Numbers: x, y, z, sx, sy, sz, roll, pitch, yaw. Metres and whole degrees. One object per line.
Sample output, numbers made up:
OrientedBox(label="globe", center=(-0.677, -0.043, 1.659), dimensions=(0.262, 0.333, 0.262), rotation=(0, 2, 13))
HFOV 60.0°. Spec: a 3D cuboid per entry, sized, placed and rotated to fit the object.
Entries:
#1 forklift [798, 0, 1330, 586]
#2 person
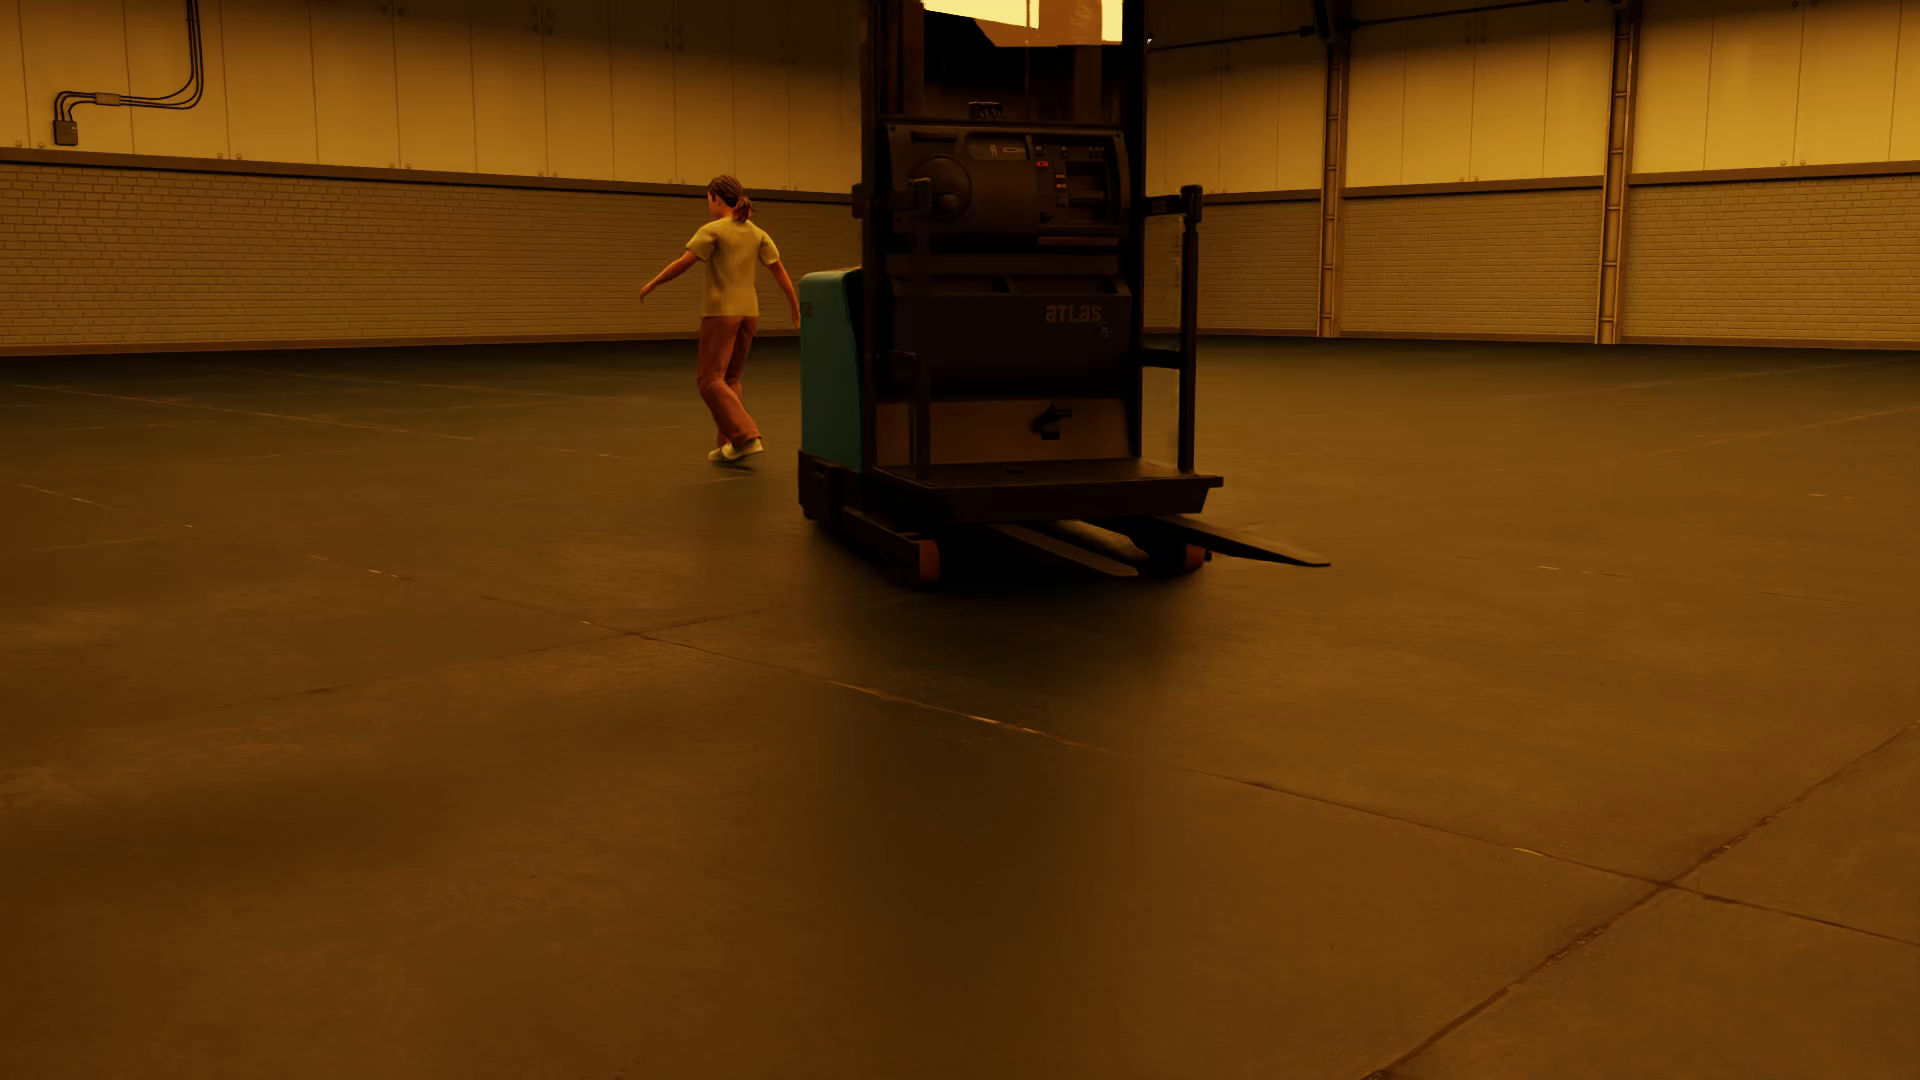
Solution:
OrientedBox(label="forklift", center=(0.255, -1.358, 5.890), dimensions=(1.130, 2.935, 3.031), rotation=(-3, 9, -19))
OrientedBox(label="person", center=(-1.310, -1.257, 9.546), dimensions=(0.700, 1.659, 0.837), rotation=(8, 12, 42))
